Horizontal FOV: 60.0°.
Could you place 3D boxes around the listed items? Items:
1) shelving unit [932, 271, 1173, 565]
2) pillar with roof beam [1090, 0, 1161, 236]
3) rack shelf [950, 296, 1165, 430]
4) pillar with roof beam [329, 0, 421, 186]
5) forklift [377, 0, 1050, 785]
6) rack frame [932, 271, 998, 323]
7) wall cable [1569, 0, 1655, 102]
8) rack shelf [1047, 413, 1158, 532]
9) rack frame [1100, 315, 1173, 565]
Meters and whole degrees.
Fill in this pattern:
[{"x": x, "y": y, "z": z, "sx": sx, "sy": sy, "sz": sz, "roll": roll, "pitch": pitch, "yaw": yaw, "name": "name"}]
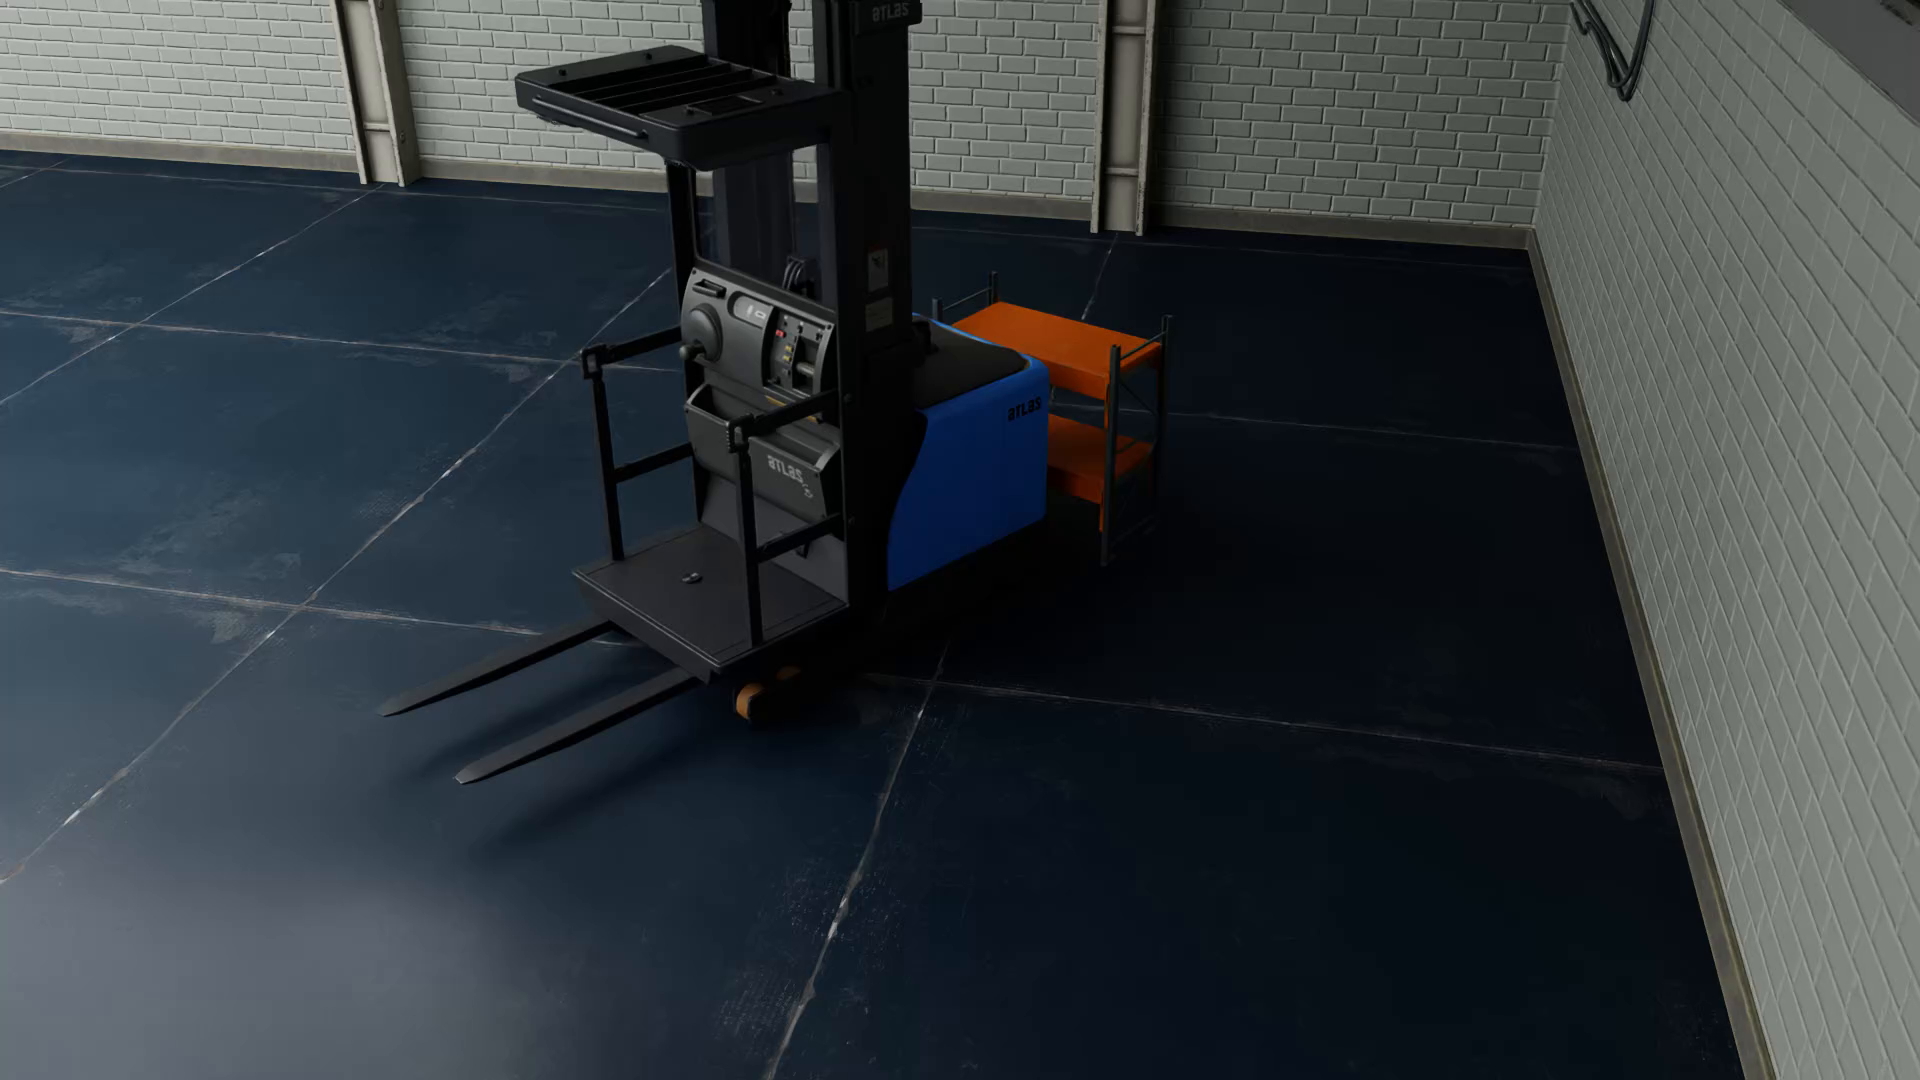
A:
[{"x": 0.435, "y": -0.617, "z": 8.206, "sx": 1.048, "sy": 1.125, "sz": 0.538, "roll": 20, "pitch": 34, "yaw": 32, "name": "shelving unit"}, {"x": 0.305, "y": -4.283, "z": 6.703, "sx": 0.400, "sy": 9.000, "sz": 9.100, "roll": 6, "pitch": 29, "yaw": 11, "name": "pillar with roof beam"}, {"x": 0.435, "y": -0.874, "z": 8.066, "sx": 1.000, "sy": 0.278, "sz": 0.538, "roll": 20, "pitch": 34, "yaw": 32, "name": "rack shelf"}, {"x": -5.563, "y": -4.885, "z": 7.802, "sx": 0.400, "sy": 9.000, "sz": 9.100, "roll": 6, "pitch": 29, "yaw": 11, "name": "pillar with roof beam"}, {"x": -0.987, "y": -0.811, "z": 6.678, "sx": 3.031, "sy": 2.935, "sz": 1.130, "roll": -25, "pitch": 37, "yaw": -38, "name": "forklift"}, {"x": 0.029, "y": -0.764, "z": 8.474, "sx": 0.032, "sy": 1.125, "sz": 0.500, "roll": 20, "pitch": 34, "yaw": 32, "name": "rack frame"}, {"x": 3.809, "y": -4.027, "z": 9.468, "sx": 0.112, "sy": 2.526, "sz": 3.097, "roll": 6, "pitch": 29, "yaw": 11, "name": "wall cable"}, {"x": 0.435, "y": -0.403, "z": 8.324, "sx": 1.000, "sy": 0.278, "sz": 0.538, "roll": 20, "pitch": 34, "yaw": 32, "name": "rack shelf"}, {"x": 0.841, "y": -0.471, "z": 7.938, "sx": 0.032, "sy": 1.125, "sz": 0.500, "roll": 20, "pitch": 34, "yaw": 32, "name": "rack frame"}]
